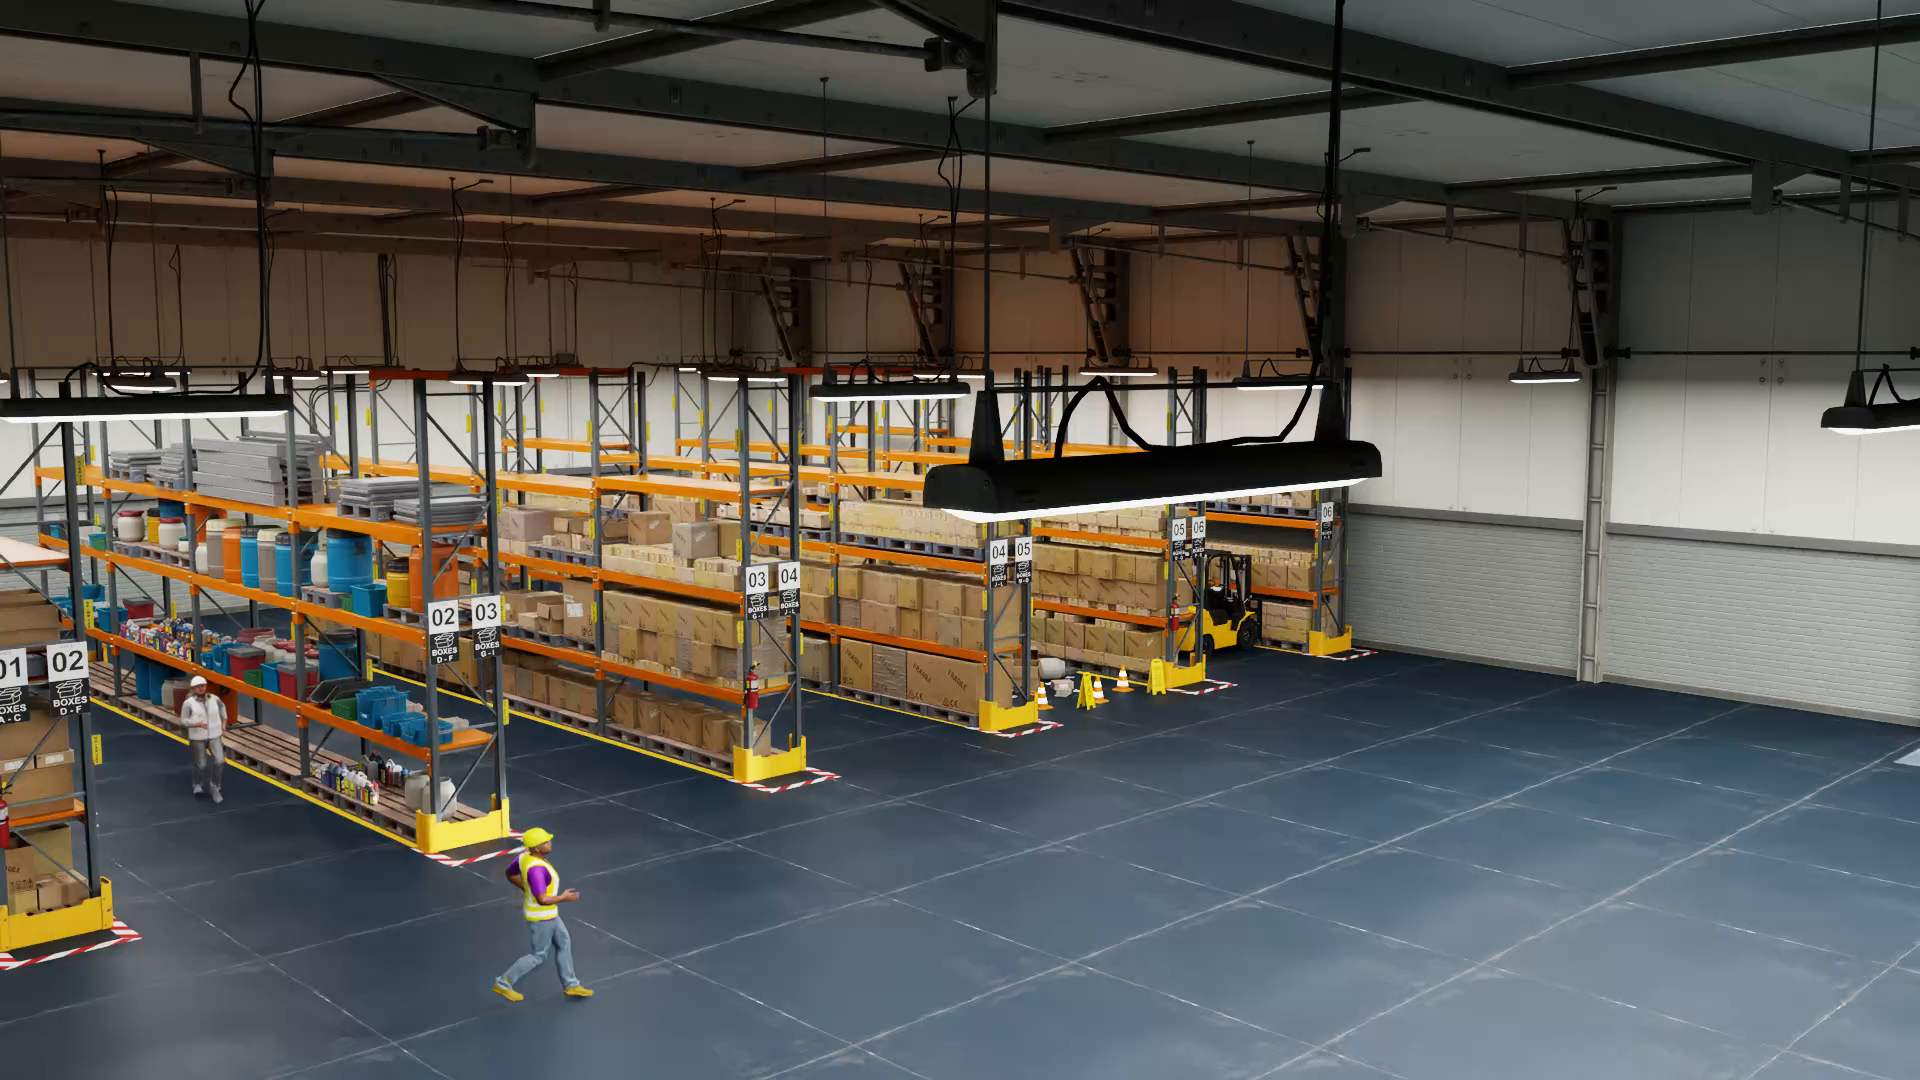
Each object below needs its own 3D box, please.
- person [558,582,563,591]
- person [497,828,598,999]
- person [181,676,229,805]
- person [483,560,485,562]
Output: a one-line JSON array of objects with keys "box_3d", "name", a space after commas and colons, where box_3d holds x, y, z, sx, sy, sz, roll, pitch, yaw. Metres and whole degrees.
[{"box_3d": [-9.828, 0.771, 41.866, 0.721, 1.740, 0.652, -6, 9, -45], "name": "person"}, {"box_3d": [-4.021, 3.647, 16.144, 0.973, 1.759, 0.712, -2, 7, -21], "name": "person"}, {"box_3d": [-10.663, 2.818, 23.545, 0.660, 1.810, 0.809, -5, 8, -37], "name": "person"}, {"box_3d": [-10.874, 1.272, 37.615, 0.699, 1.678, 0.658, -5, 8, -37], "name": "person"}]
